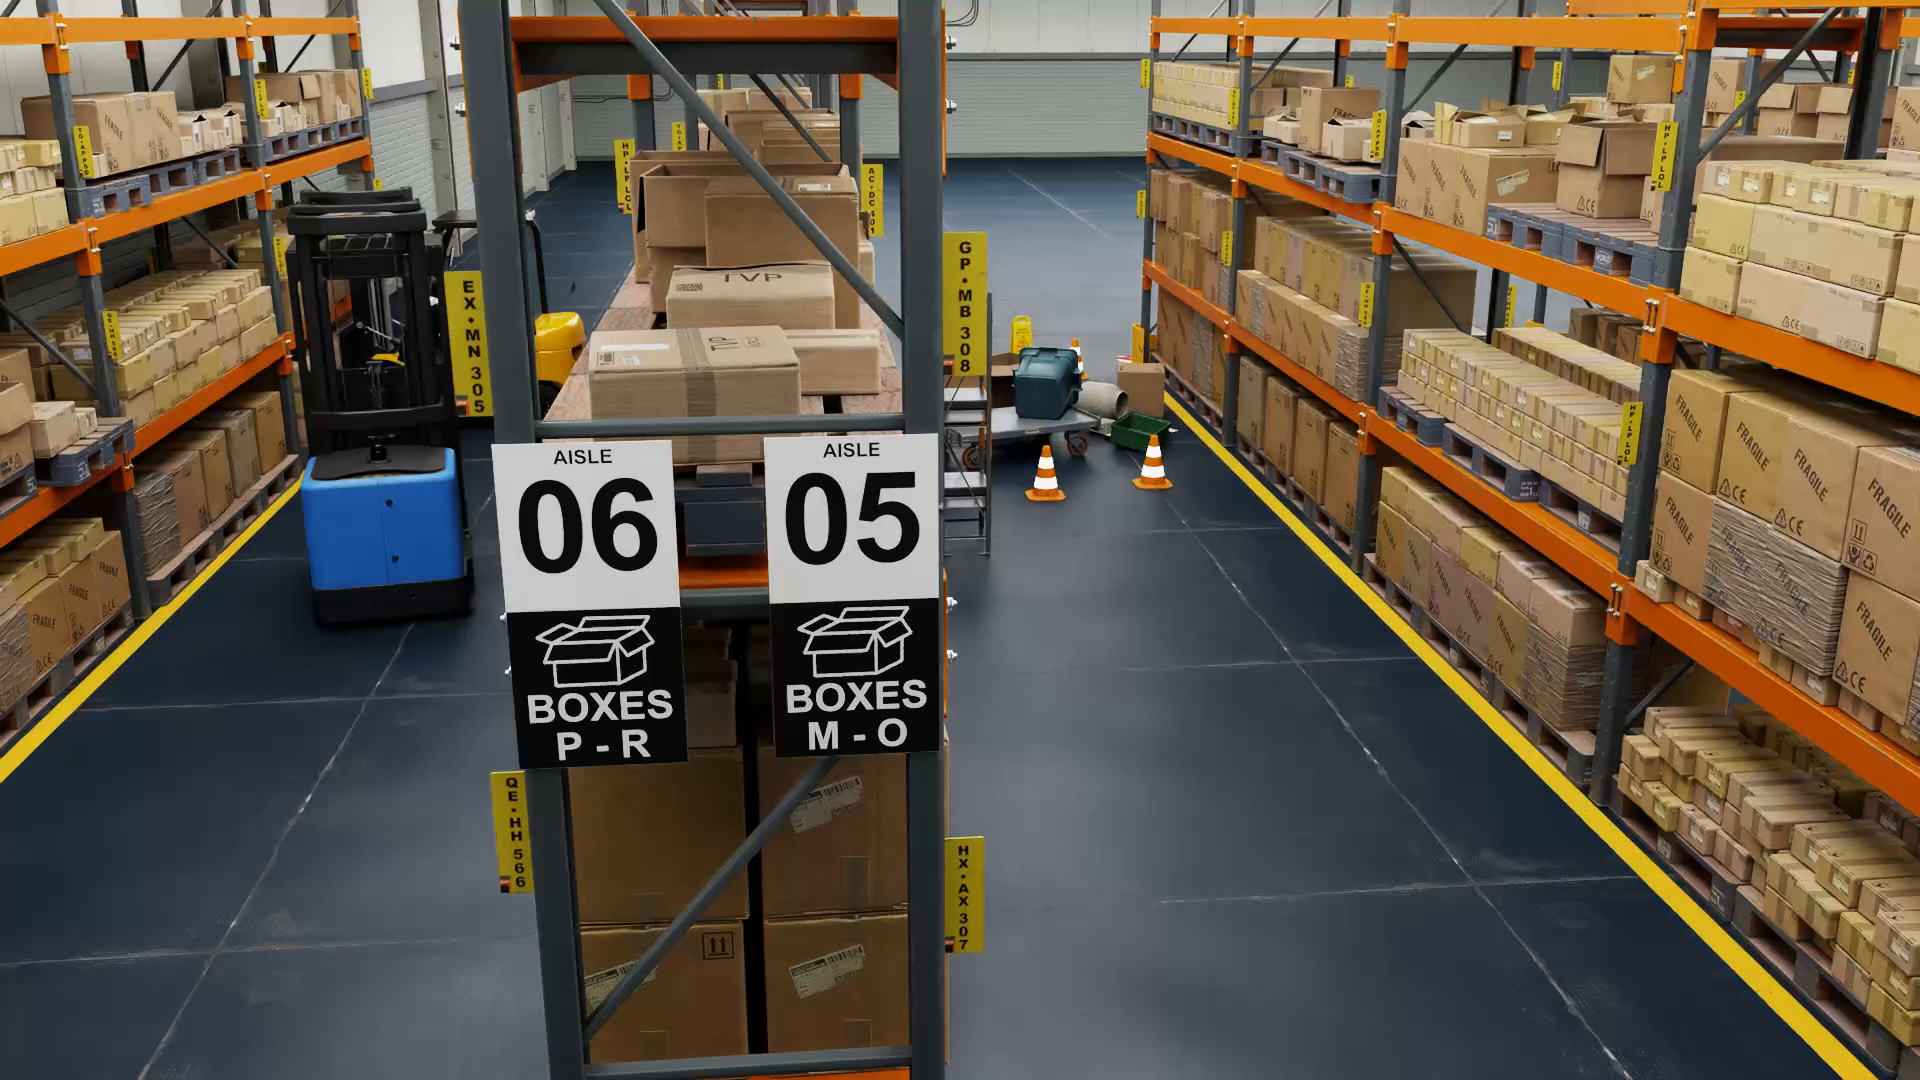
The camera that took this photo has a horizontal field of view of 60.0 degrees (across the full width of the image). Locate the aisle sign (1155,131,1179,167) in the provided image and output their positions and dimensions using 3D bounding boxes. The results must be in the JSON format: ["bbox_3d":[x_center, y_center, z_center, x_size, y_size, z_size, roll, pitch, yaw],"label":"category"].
[{"bbox_3d":[2.415,-4.834,19.727,0.394,0.787,0.004,-2,18,-6],"label":"aisle sign"}]

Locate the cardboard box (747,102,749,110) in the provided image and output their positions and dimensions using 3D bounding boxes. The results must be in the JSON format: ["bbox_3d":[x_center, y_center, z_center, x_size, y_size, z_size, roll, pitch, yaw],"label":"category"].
[{"bbox_3d":[-2.029,-3.986,15.447,0.380,0.149,0.250,-1,17,-4],"label":"cardboard box"}]

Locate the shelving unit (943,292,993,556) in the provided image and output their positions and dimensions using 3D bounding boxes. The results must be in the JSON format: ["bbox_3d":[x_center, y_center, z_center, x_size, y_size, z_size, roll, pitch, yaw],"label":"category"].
[{"bbox_3d":[0.017,-0.952,13.205,0.431,2.100,0.503,-2,18,-6],"label":"shelving unit"}]

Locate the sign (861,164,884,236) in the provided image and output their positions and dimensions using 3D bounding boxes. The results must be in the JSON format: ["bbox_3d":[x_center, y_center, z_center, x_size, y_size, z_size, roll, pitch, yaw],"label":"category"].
[{"bbox_3d":[-0.403,-1.557,7.625,0.100,0.325,0.005,-2,18,-6],"label":"sign"}]

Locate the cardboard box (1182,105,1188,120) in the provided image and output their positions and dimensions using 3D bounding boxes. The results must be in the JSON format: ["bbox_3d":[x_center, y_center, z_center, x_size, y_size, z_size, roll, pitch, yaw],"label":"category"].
[{"bbox_3d":[2.595,-4.577,17.793,0.380,0.149,0.250,-2,18,-5],"label":"cardboard box"}]

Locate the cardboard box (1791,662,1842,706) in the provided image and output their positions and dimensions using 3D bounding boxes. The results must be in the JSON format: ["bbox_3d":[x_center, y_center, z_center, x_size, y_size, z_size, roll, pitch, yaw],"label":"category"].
[{"bbox_3d":[3.847,0.599,7.182,0.380,0.149,0.250,-1,17,-3],"label":"cardboard box"}]

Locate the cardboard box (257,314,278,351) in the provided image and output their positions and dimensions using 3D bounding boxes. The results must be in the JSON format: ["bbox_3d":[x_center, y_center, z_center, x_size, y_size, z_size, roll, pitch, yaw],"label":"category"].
[{"bbox_3d":[-6.404,-1.839,14.777,0.500,0.250,0.500,-1,17,-4],"label":"cardboard box"}]

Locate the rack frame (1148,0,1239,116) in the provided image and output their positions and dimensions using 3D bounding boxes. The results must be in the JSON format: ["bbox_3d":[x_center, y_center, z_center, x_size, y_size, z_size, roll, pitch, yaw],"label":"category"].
[{"bbox_3d":[2.721,-6.444,19.180,1.000,3.000,0.127,-2,18,-6],"label":"rack frame"}]

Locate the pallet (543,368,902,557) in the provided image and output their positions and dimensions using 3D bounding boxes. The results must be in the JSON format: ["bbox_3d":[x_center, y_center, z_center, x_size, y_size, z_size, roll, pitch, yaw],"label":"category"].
[{"bbox_3d":[-0.629,-0.241,4.578,1.003,0.211,1.213,-2,18,-6],"label":"pallet"}]

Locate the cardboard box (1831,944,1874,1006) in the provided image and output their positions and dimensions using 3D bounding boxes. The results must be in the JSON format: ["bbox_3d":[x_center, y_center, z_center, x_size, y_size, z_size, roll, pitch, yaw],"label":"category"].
[{"bbox_3d":[3.905,1.810,6.961,0.380,0.149,0.250,-1,17,-5],"label":"cardboard box"}]

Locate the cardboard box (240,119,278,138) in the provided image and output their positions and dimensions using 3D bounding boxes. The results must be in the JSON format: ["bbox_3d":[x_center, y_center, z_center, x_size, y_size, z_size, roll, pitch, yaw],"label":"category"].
[{"bbox_3d":[-6.461,-3.755,15.173,0.380,0.149,0.250,-1,17,-4],"label":"cardboard box"}]

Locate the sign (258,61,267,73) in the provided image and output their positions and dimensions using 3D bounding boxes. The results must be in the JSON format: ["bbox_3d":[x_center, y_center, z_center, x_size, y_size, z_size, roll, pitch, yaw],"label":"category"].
[{"bbox_3d":[-7.682,-5.115,18.362,0.100,0.325,0.005,-2,18,-6],"label":"sign"}]

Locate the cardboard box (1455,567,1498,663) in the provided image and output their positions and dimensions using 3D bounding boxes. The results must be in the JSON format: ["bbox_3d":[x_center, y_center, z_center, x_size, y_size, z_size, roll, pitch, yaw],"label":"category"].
[{"bbox_3d":[3.531,0.467,10.654,0.500,0.500,0.500,-2,18,-7],"label":"cardboard box"}]

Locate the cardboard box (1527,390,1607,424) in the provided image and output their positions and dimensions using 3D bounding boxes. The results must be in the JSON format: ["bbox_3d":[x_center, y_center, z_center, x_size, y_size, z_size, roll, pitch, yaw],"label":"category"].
[{"bbox_3d":[3.621,-0.793,9.921,0.380,0.149,0.250,-2,18,-7],"label":"cardboard box"}]

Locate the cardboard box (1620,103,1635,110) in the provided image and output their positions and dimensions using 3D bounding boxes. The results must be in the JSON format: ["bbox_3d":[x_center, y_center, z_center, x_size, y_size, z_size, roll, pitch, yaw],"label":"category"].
[{"bbox_3d":[7.564,-4.777,18.462,0.380,0.149,0.250,-3,18,-8],"label":"cardboard box"}]

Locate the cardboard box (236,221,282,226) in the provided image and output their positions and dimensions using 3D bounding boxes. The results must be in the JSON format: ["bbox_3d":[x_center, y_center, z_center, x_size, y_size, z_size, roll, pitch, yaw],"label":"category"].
[{"bbox_3d":[-7.176,-3.175,17.036,0.380,0.149,0.250,-2,18,-5],"label":"cardboard box"}]

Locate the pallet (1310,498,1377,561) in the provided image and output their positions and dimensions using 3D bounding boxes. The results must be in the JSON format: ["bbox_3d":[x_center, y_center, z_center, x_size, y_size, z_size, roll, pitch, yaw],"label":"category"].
[{"bbox_3d":[3.540,-0.105,13.660,1.003,0.211,1.213,-2,18,-6],"label":"pallet"}]

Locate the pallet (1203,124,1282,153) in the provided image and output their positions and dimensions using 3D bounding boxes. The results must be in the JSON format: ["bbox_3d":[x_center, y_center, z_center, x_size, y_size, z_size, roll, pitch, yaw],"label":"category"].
[{"bbox_3d":[3.060,-4.023,16.624,1.003,0.211,1.213,-2,18,-6],"label":"pallet"}]

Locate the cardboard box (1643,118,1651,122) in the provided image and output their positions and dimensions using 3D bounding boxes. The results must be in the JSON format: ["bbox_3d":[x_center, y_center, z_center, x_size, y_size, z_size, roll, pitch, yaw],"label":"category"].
[{"bbox_3d":[7.623,-4.457,18.108,0.500,0.250,0.500,-1,17,-4],"label":"cardboard box"}]

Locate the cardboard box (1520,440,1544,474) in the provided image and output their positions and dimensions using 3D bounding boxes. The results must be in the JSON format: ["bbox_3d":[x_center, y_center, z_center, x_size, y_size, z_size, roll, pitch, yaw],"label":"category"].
[{"bbox_3d":[3.610,-0.508,10.007,0.380,0.149,0.250,-3,18,-8],"label":"cardboard box"}]

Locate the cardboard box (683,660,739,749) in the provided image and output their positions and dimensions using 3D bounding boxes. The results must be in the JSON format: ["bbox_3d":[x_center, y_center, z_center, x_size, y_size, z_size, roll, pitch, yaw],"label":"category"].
[{"bbox_3d":[-0.778,0.433,4.370,0.380,0.149,0.250,-2,17,-5],"label":"cardboard box"}]

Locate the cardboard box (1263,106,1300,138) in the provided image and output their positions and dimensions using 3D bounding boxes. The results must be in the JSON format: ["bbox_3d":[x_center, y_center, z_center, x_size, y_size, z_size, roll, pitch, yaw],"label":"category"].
[{"bbox_3d":[2.948,-3.818,15.178,0.258,0.266,0.396,-2,18,-7],"label":"cardboard box"}]

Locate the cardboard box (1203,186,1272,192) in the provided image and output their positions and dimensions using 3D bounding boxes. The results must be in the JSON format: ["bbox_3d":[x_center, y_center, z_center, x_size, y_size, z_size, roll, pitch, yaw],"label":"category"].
[{"bbox_3d":[3.038,-3.413,17.488,0.875,0.550,0.550,-2,18,-6],"label":"cardboard box"}]

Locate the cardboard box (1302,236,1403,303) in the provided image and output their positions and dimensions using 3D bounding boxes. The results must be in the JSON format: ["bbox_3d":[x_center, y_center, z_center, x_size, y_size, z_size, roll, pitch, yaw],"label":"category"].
[{"bbox_3d":[3.348,-2.313,14.200,0.700,0.500,0.500,-2,18,-6],"label":"cardboard box"}]

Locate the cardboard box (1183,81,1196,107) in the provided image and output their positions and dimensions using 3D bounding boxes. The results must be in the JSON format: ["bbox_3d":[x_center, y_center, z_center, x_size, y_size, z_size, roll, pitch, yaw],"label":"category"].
[{"bbox_3d":[2.673,-4.729,17.609,0.500,0.250,0.500,-2,18,-6],"label":"cardboard box"}]

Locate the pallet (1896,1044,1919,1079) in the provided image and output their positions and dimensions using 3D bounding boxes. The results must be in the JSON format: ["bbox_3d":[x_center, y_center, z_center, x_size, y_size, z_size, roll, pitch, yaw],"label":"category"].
[{"bbox_3d":[4.315,2.250,6.159,1.003,0.211,1.213,-2,18,-6],"label":"pallet"}]

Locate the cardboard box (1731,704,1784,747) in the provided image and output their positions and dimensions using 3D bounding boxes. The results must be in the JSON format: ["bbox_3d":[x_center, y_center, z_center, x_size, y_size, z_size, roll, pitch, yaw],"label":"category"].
[{"bbox_3d":[4.254,0.967,8.653,0.380,0.149,0.250,-1,17,-4],"label":"cardboard box"}]

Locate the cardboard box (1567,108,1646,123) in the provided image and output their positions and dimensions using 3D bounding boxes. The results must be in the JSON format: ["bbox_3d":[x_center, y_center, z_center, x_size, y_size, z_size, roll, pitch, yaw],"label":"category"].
[{"bbox_3d":[3.999,-2.547,10.330,0.396,0.266,0.258,-2,18,-6],"label":"cardboard box"}]

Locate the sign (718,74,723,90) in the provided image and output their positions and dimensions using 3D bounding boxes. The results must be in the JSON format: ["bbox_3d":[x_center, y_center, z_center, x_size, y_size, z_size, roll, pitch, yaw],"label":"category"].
[{"bbox_3d":[-2.732,-5.230,18.862,0.100,0.325,0.005,-2,18,-6],"label":"sign"}]

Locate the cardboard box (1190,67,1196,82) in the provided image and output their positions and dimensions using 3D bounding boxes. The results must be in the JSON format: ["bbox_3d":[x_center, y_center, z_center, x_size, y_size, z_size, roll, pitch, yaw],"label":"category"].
[{"bbox_3d":[2.622,-4.881,17.430,0.380,0.149,0.250,-2,17,-5],"label":"cardboard box"}]

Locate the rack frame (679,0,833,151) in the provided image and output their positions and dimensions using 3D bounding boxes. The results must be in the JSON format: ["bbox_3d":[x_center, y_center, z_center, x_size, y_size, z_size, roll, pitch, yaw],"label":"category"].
[{"bbox_3d":[-1.367,-3.878,11.005,1.000,3.000,0.127,-2,18,-6],"label":"rack frame"}]

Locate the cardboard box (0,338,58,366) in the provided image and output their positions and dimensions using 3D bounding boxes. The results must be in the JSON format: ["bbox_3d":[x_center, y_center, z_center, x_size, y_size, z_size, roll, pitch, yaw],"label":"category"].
[{"bbox_3d":[-6.539,-1.309,11.588,0.380,0.149,0.250,-1,17,-4],"label":"cardboard box"}]

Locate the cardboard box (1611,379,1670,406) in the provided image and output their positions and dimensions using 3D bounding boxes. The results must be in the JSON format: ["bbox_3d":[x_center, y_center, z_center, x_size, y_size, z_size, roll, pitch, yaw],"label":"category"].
[{"bbox_3d":[4.241,-0.888,10.222,0.380,0.149,0.250,-1,17,-4],"label":"cardboard box"}]

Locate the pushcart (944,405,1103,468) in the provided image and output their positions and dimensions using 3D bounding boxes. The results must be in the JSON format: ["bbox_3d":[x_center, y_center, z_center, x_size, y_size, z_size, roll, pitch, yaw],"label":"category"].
[{"bbox_3d":[0.483,-1.041,16.364,1.648,0.377,0.936,-8,19,-25],"label":"pushcart"}]

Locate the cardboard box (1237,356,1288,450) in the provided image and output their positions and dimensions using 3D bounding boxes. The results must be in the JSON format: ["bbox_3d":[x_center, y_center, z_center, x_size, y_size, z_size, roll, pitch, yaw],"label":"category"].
[{"bbox_3d":[3.287,-1.335,15.976,1.050,0.750,0.750,-2,18,-6],"label":"cardboard box"}]

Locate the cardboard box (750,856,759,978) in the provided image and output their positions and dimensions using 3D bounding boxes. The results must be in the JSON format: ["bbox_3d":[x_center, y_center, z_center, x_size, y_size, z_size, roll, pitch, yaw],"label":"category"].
[{"bbox_3d":[-0.892,1.035,5.206,0.500,0.500,0.500,-2,18,-7],"label":"cardboard box"}]

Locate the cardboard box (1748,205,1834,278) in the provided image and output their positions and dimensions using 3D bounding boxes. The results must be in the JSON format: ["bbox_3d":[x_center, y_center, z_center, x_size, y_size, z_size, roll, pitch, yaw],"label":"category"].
[{"bbox_3d":[3.816,-1.305,7.235,0.500,0.250,0.500,-2,18,-6],"label":"cardboard box"}]

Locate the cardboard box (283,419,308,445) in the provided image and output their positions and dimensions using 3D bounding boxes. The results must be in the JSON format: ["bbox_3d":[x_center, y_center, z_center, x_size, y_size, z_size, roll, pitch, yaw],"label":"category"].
[{"bbox_3d":[-6.437,-1.095,16.048,0.500,0.250,0.500,-2,18,-5],"label":"cardboard box"}]

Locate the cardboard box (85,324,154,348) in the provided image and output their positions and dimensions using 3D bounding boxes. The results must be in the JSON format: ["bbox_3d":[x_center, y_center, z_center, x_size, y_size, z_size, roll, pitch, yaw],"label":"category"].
[{"bbox_3d":[-6.125,-1.477,12.125,0.380,0.149,0.250,-1,17,-4],"label":"cardboard box"}]

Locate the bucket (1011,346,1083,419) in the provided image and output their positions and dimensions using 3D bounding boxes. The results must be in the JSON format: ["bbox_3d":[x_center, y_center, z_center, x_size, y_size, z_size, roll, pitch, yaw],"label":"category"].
[{"bbox_3d":[0.826,-1.523,16.447,0.726,0.611,0.620,4,28,13],"label":"bucket"}]

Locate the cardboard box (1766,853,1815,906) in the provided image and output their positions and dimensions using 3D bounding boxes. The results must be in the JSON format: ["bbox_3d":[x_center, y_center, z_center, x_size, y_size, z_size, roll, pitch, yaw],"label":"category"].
[{"bbox_3d":[3.847,1.514,7.410,0.380,0.149,0.250,-2,18,-6],"label":"cardboard box"}]

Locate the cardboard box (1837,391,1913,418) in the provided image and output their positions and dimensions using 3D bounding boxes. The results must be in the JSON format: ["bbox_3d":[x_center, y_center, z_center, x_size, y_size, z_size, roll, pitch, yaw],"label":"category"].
[{"bbox_3d":[4.335,-0.388,7.571,0.500,0.500,0.500,-2,18,-7],"label":"cardboard box"}]

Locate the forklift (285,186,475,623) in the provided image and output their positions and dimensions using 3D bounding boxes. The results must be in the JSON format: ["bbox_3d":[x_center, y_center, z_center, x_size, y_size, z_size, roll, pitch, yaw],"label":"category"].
[{"bbox_3d":[-4.419,-1.223,12.679,1.130,2.935,3.031,-5,18,-15],"label":"forklift"}]

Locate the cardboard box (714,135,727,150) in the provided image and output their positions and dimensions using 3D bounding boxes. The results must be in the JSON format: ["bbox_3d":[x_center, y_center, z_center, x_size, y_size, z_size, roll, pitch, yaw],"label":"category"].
[{"bbox_3d":[-1.455,-2.777,12.339,0.700,0.500,0.500,-2,18,-6],"label":"cardboard box"}]

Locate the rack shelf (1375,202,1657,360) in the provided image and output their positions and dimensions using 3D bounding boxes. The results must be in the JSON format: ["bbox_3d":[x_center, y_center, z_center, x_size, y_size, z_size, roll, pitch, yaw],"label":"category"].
[{"bbox_3d":[3.752,-1.690,10.247,1.077,0.370,4.000,-2,18,-6],"label":"rack shelf"}]

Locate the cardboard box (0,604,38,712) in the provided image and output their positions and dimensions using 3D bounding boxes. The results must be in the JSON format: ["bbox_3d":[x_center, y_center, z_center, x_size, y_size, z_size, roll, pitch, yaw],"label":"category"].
[{"bbox_3d":[-5.876,0.710,9.879,0.500,0.500,0.500,-2,18,-8],"label":"cardboard box"}]

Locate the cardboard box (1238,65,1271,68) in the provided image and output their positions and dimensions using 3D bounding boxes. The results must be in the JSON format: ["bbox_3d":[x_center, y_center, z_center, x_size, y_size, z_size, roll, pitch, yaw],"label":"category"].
[{"bbox_3d":[3.224,-5.053,17.976,0.380,0.149,0.250,-2,18,-6],"label":"cardboard box"}]

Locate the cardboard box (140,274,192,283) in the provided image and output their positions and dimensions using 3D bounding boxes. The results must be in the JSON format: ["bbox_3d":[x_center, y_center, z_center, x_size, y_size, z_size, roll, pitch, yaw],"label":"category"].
[{"bbox_3d":[-6.918,-2.217,14.481,0.380,0.149,0.250,-2,18,-7],"label":"cardboard box"}]

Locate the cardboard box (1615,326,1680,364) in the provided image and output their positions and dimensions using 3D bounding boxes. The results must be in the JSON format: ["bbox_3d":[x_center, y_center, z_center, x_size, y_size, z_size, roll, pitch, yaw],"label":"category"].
[{"bbox_3d":[7.854,-2.162,19.028,0.500,0.500,0.500,0,17,0],"label":"cardboard box"}]

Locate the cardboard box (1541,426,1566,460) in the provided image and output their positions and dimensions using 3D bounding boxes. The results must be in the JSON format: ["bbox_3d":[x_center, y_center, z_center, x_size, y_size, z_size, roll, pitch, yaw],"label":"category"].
[{"bbox_3d":[3.638,-0.575,9.723,0.380,0.149,0.250,-2,18,-7],"label":"cardboard box"}]

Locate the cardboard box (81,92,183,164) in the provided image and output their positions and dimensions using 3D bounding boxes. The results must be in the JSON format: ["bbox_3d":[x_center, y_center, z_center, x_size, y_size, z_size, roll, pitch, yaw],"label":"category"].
[{"bbox_3d":[-6.241,-3.114,12.546,0.500,0.500,0.500,-1,17,-4],"label":"cardboard box"}]

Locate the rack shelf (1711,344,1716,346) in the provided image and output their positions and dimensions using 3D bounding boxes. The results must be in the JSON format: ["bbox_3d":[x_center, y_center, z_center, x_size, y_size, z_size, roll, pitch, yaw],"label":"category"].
[{"bbox_3d":[8.284,-1.574,14.884,1.077,0.370,4.000,-2,18,-6],"label":"rack shelf"}]
